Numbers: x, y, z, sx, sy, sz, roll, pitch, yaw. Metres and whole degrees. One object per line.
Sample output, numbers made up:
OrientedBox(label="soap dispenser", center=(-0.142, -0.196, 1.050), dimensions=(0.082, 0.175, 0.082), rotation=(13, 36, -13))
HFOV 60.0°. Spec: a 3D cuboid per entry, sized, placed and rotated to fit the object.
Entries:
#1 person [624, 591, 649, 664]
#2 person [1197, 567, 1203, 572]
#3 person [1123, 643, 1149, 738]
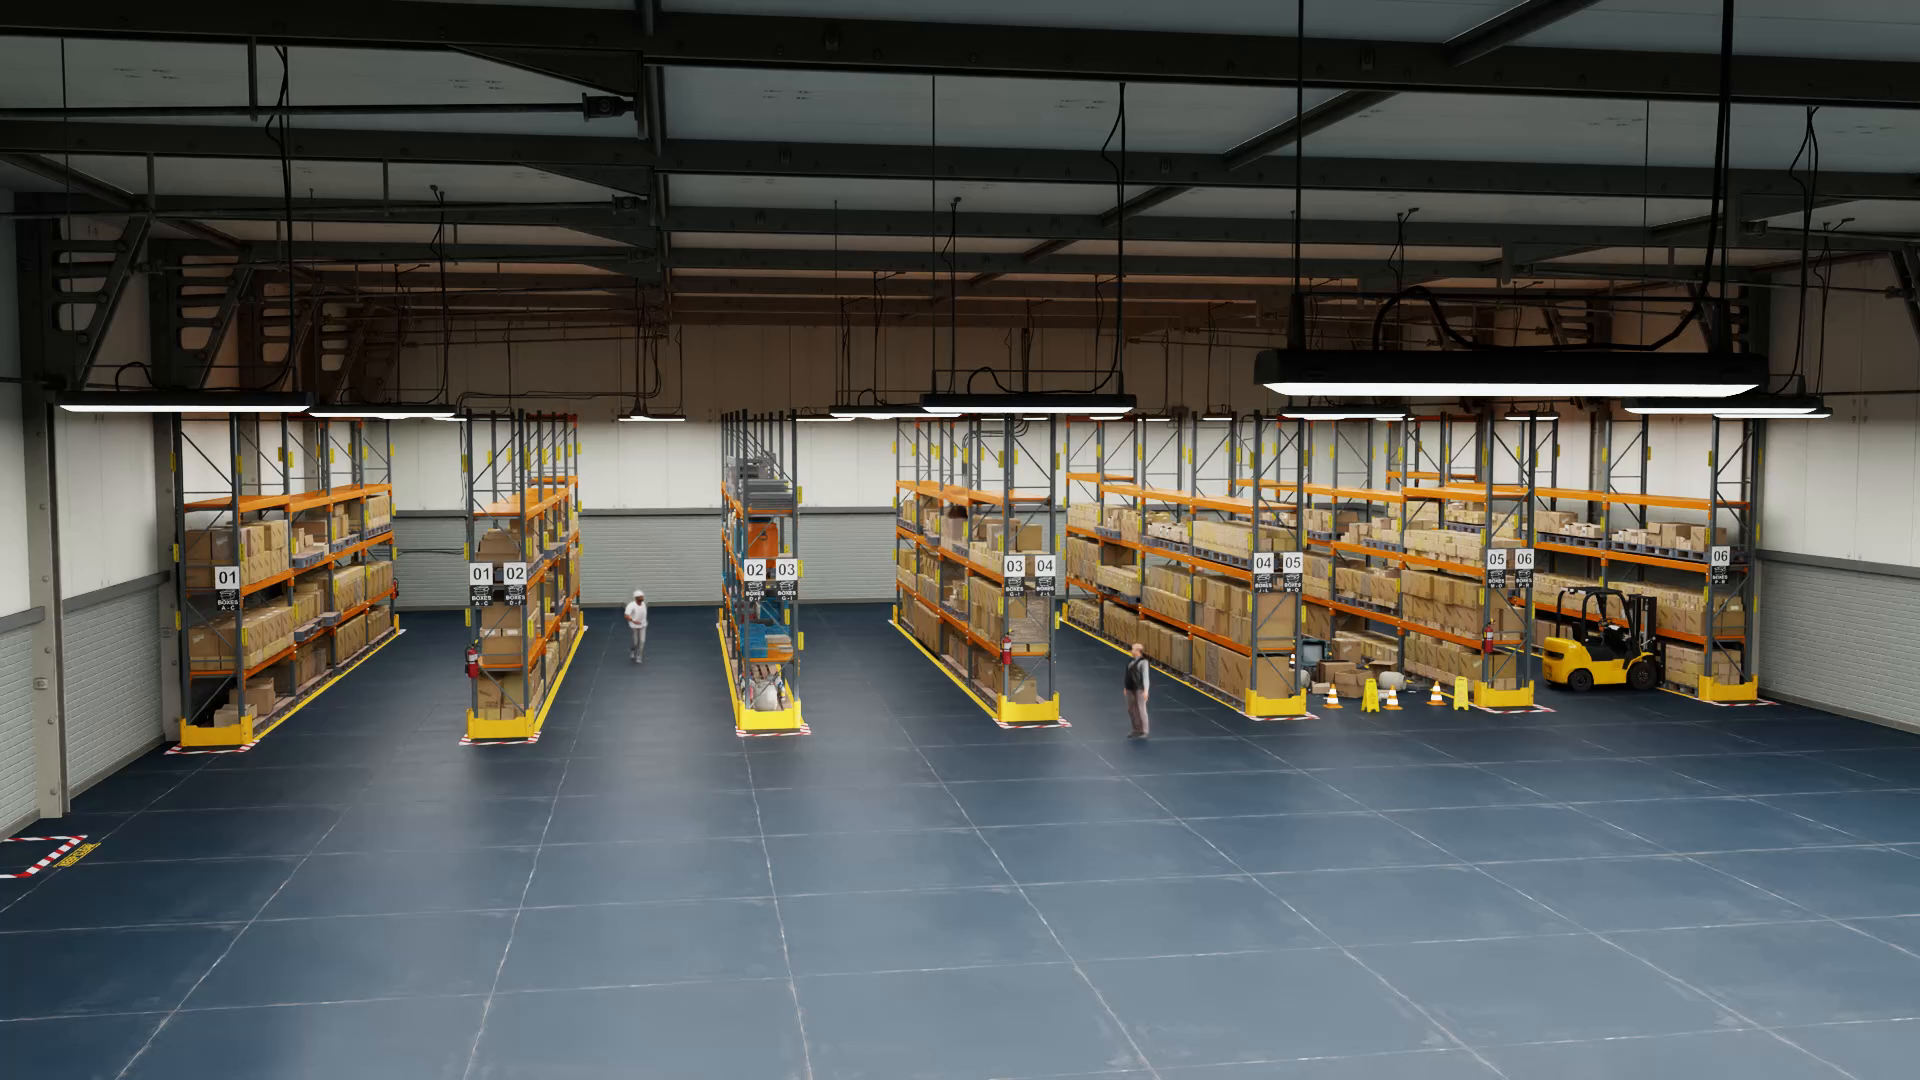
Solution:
OrientedBox(label="person", center=(-7.793, 2.076, 39.949), dimensions=(0.629, 1.738, 0.743), rotation=(-2, 5, -28))
OrientedBox(label="person", center=(6.572, 1.627, 46.095), dimensions=(0.519, 1.782, 0.630), rotation=(0, 4, -5))
OrientedBox(label="person", center=(3.225, 2.711, 30.280), dimensions=(0.400, 1.658, 0.647), rotation=(-2, 5, -31))
